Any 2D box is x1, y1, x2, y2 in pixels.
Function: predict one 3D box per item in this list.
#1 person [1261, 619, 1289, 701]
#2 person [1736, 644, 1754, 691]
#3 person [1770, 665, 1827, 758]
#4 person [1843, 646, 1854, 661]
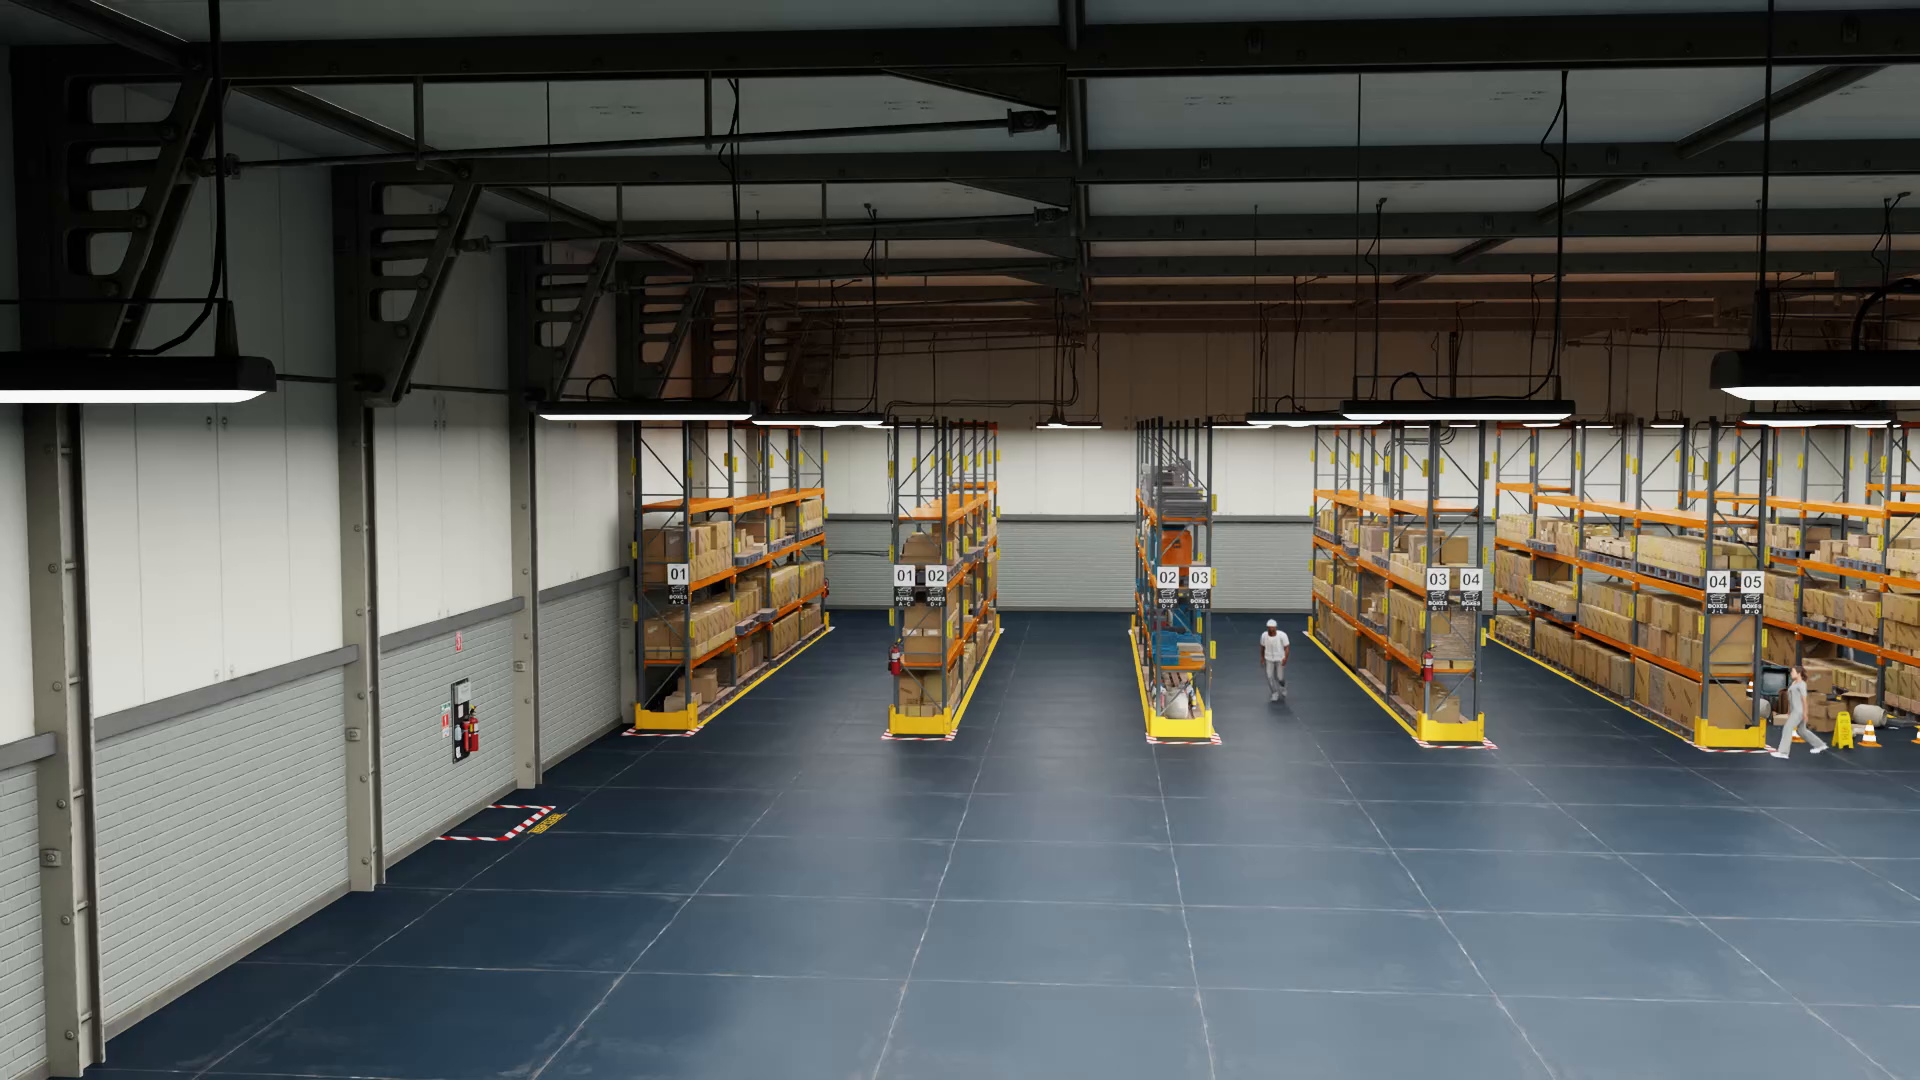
[{"bbox_3d":[6.729,2.543,35.487,0.630,1.732,0.666,2,4,25],"label":"person"},{"bbox_3d":[17.237,2.555,36.386,0.456,1.685,0.596,0,4,-3],"label":"person"},{"bbox_3d":[14.686,3.002,29.051,1.002,1.627,0.447,0,4,6],"label":"person"},{"bbox_3d":[21.398,2.268,40.214,0.512,1.674,0.508,0,4,3],"label":"person"}]
